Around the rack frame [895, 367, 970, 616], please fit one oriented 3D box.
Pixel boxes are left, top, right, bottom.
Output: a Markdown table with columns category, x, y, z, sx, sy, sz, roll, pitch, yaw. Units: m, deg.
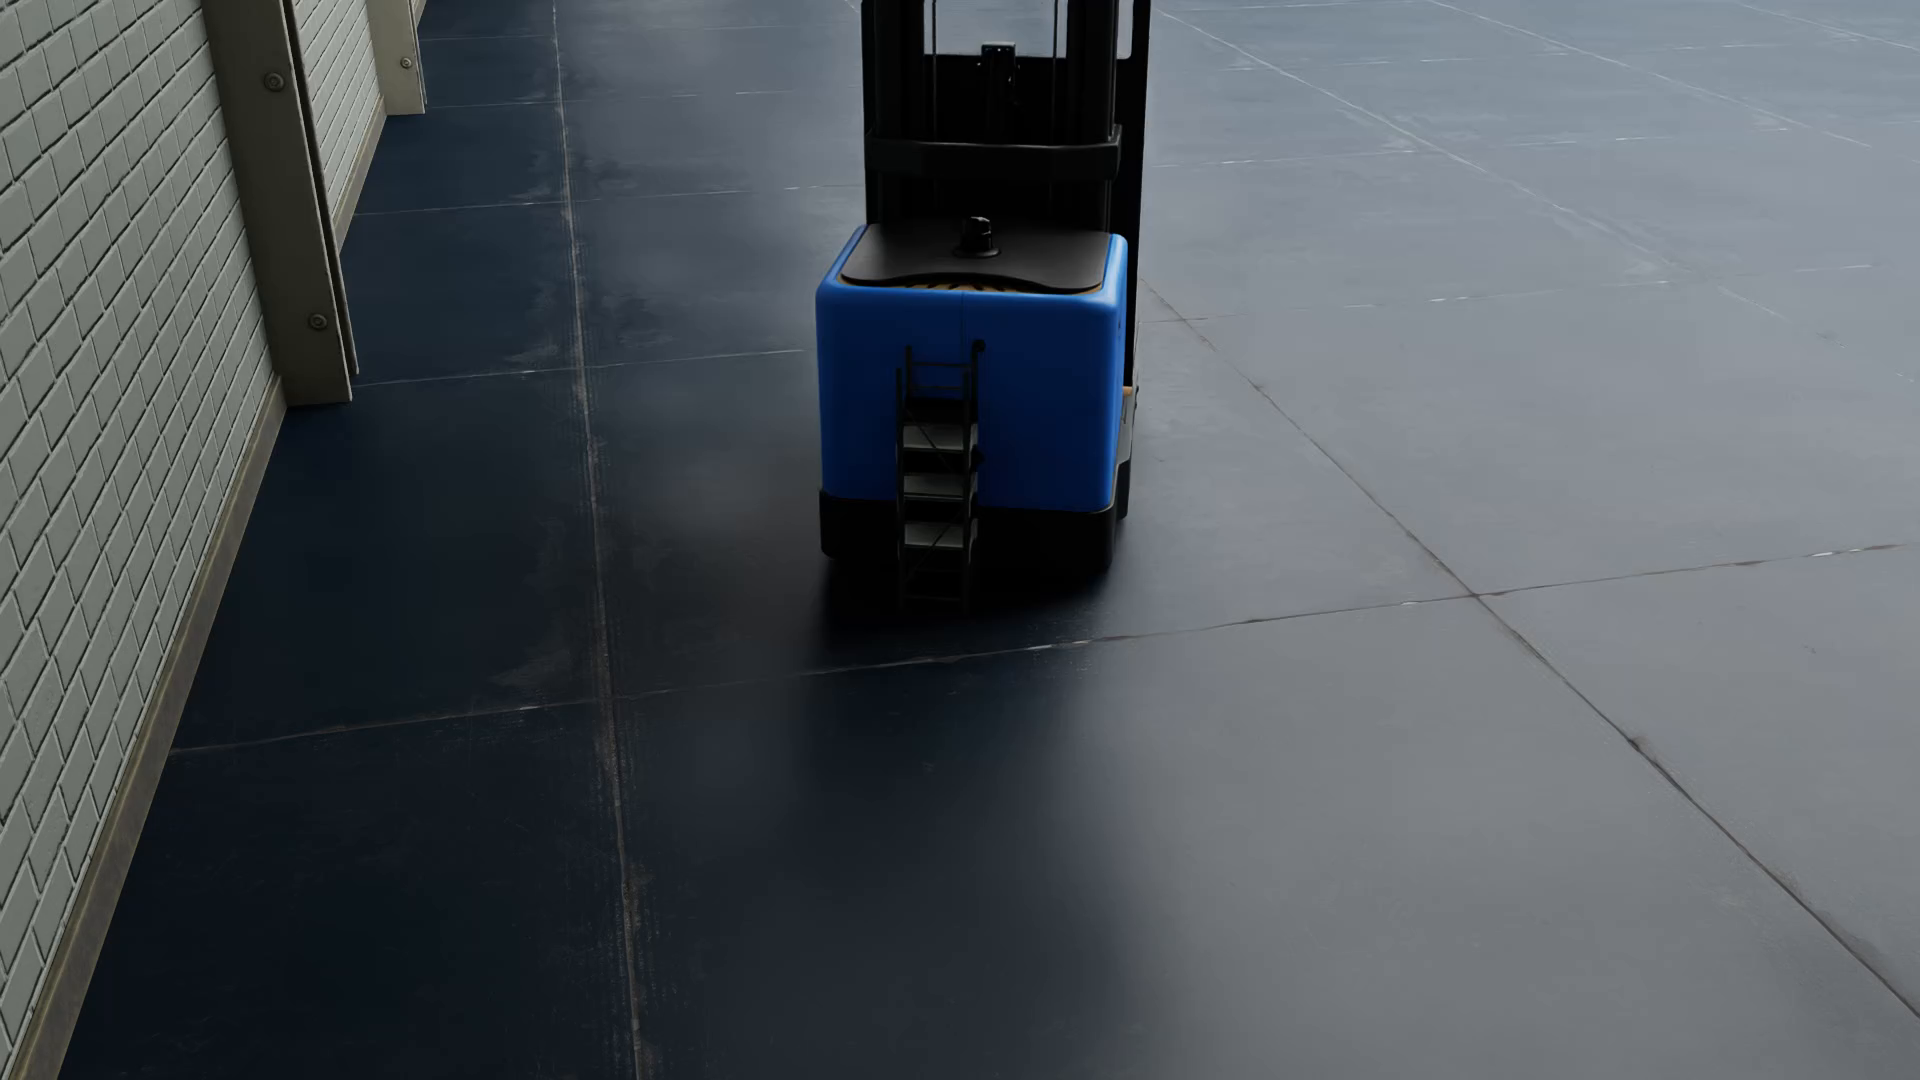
| category | x | y | z | sx | sy | sz | roll | pitch | yaw |
| --- | --- | --- | --- | --- | --- | --- | --- | --- | --- |
| rack frame | -0.089 | -0.147 | 5.542 | 0.240 | 0.900 | 0.006 | 3 | 27 | 7 |

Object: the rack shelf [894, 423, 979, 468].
| category | x | y | z | sx | sy | sz | roll | pitch | yaw |
| --- | --- | --- | --- | --- | --- | --- | --- | --- | --- |
| rack shelf | -0.075 | -0.323 | 5.566 | 0.258 | 0.077 | 0.200 | 3 | 27 | 7 |

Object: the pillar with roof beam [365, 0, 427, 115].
| category | x | y | z | sx | sy | sz | roll | pitch | yaw |
| --- | --- | --- | --- | --- | --- | --- | --- | --- | --- |
| pillar with roof beam | -0.096 | -7.785 | 11.688 | 9.100 | 9.000 | 0.400 | -6 | 27 | -12 |

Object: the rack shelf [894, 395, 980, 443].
| category | x | y | z | sx | sy | sz | roll | pitch | yaw |
| --- | --- | --- | --- | --- | --- | --- | --- | --- | --- |
| rack shelf | -0.075 | -0.404 | 5.526 | 0.258 | 0.077 | 0.200 | 3 | 27 | 7 |

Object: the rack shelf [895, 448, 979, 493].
| category | x | y | z | sx | sy | sz | roll | pitch | yaw |
| --- | --- | --- | --- | --- | --- | --- | --- | --- | --- |
| rack shelf | -0.075 | -0.243 | 5.607 | 0.258 | 0.077 | 0.200 | 3 | 27 | 7 |

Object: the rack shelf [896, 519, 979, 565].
| category | x | y | z | sx | sy | sz | roll | pitch | yaw |
| --- | --- | --- | --- | --- | --- | --- | --- | --- | --- |
| rack shelf | -0.075 | -0.002 | 5.728 | 0.258 | 0.077 | 0.200 | 3 | 27 | 7 |

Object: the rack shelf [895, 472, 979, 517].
| category | x | y | z | sx | sy | sz | roll | pitch | yaw |
| --- | --- | --- | --- | --- | --- | --- | --- | --- | --- |
| rack shelf | -0.075 | -0.163 | 5.647 | 0.258 | 0.077 | 0.200 | 3 | 27 | 7 |

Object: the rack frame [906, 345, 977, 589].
| category | x | y | z | sx | sy | sz | roll | pitch | yaw |
| --- | --- | --- | --- | --- | --- | --- | --- | --- | --- |
| rack frame | -0.062 | -0.238 | 5.722 | 0.240 | 0.900 | 0.006 | 3 | 27 | 7 |

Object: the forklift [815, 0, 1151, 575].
| category | x | y | z | sx | sy | sz | roll | pitch | yaw |
| --- | --- | --- | --- | --- | --- | --- | --- | --- | --- |
| forklift | 0.203 | -1.821 | 6.606 | 1.130 | 2.935 | 3.031 | 3 | 27 | 7 |

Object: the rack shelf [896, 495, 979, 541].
| category | x | y | z | sx | sy | sz | roll | pitch | yaw |
| --- | --- | --- | --- | --- | --- | --- | --- | --- | --- |
| rack shelf | -0.075 | -0.082 | 5.688 | 0.258 | 0.077 | 0.200 | 3 | 27 | 7 |

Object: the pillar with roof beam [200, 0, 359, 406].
| category | x | y | z | sx | sy | sz | roll | pitch | yaw |
| --- | --- | --- | --- | --- | --- | --- | --- | --- | --- |
| pillar with roof beam | 1.256 | -5.151 | 6.469 | 9.100 | 9.000 | 0.400 | -6 | 27 | -12 |

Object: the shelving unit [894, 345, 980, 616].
| category | x | y | z | sx | sy | sz | roll | pitch | yaw |
| --- | --- | --- | --- | --- | --- | --- | --- | --- | --- |
| shelving unit | -0.075 | -0.192 | 5.632 | 0.258 | 0.900 | 0.210 | 3 | 27 | 7 |
